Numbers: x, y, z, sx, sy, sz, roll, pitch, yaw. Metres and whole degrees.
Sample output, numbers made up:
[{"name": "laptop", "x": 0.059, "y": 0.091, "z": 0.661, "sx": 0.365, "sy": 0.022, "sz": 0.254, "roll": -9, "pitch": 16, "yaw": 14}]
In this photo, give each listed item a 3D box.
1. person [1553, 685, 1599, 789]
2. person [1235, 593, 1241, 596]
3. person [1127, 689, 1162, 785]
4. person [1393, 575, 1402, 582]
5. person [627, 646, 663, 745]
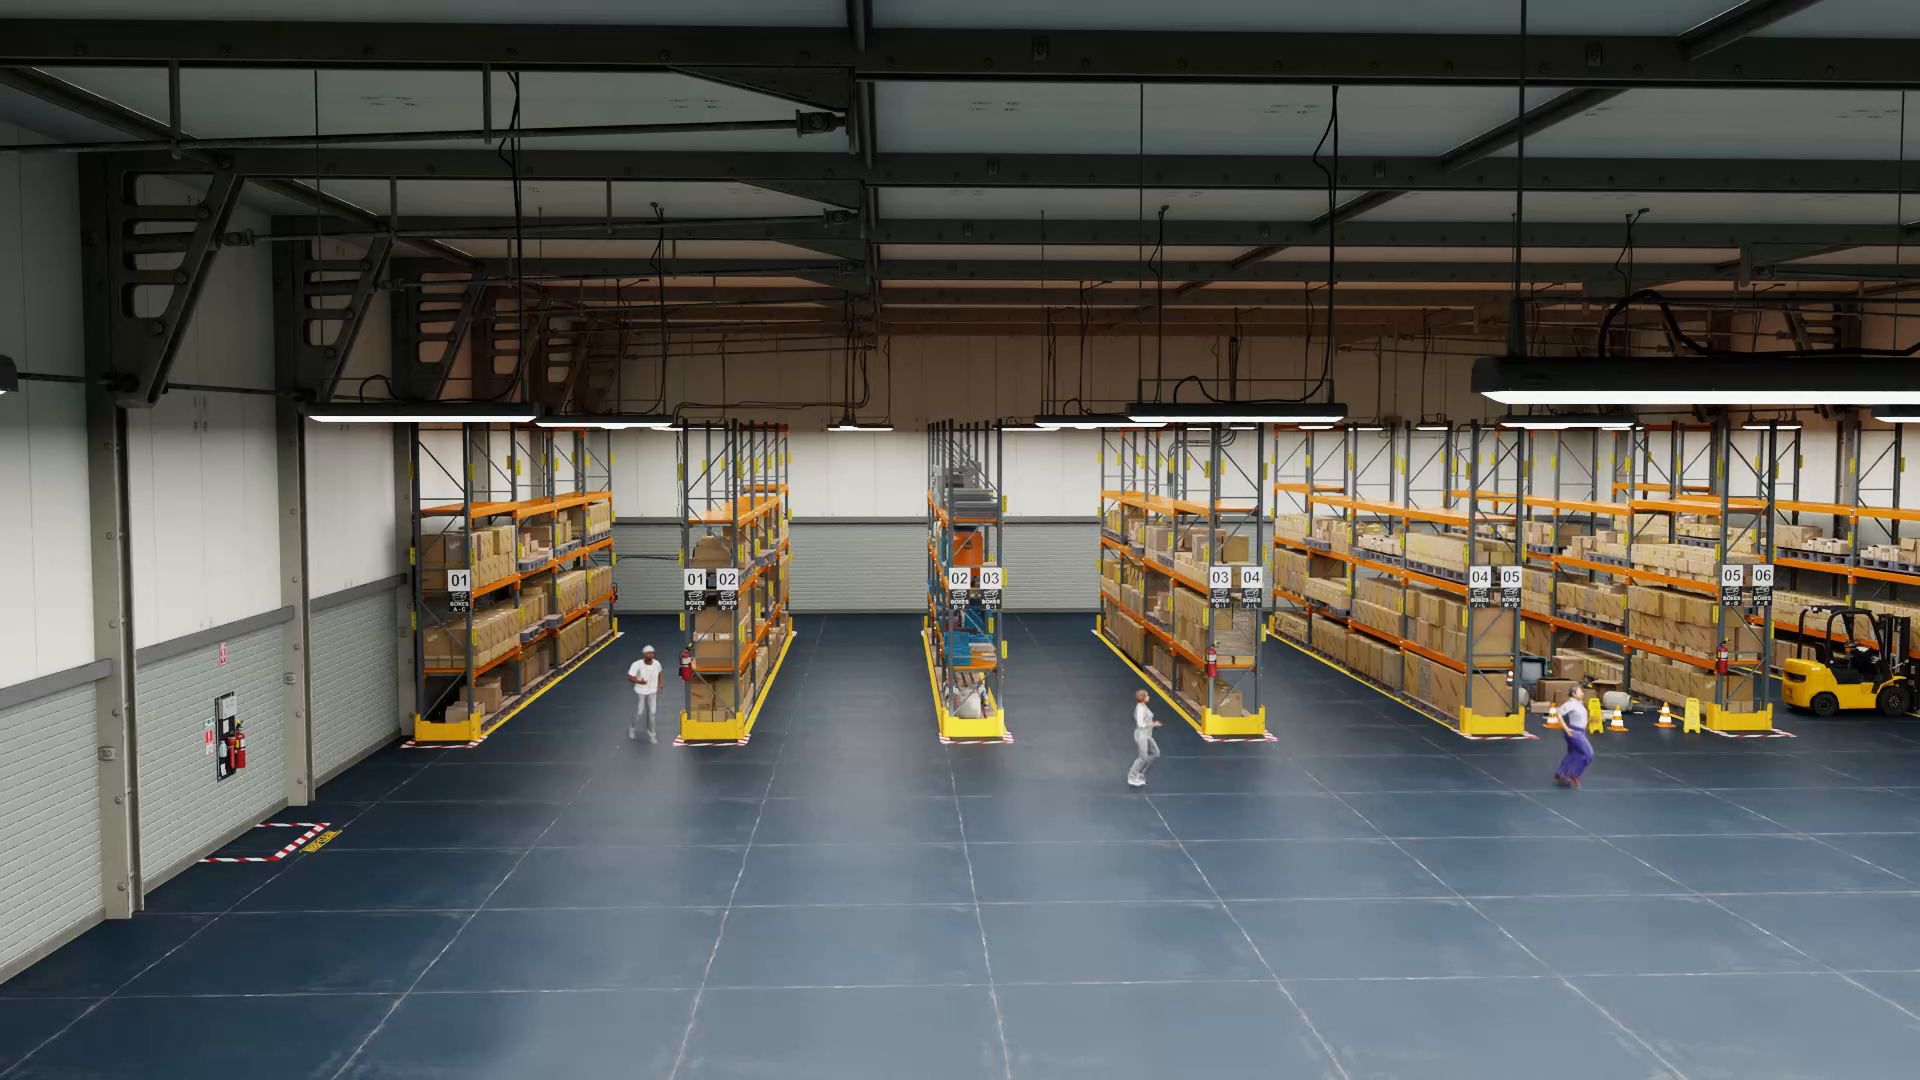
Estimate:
[{"name": "person", "x": 9.969, "y": 3.186, "z": 26.904, "sx": 0.690, "sy": 1.670, "sz": 0.577, "roll": 2, "pitch": 4, "yaw": 29}, {"name": "person", "x": 7.648, "y": 1.884, "z": 47.288, "sx": 0.633, "sy": 1.647, "sz": 0.540, "roll": 2, "pitch": 4, "yaw": 32}, {"name": "person", "x": 3.008, "y": 3.200, "z": 26.928, "sx": 0.596, "sy": 1.575, "sz": 0.517, "roll": 1, "pitch": 4, "yaw": 18}, {"name": "person", "x": 12.991, "y": 1.731, "z": 49.292, "sx": 0.926, "sy": 1.620, "sz": 0.572, "roll": 0, "pitch": 4, "yaw": -4}, {"name": "person", "x": -5.807, "y": 2.856, "z": 30.867, "sx": 0.730, "sy": 1.800, "sz": 0.839, "roll": -2, "pitch": 4, "yaw": -32}]
